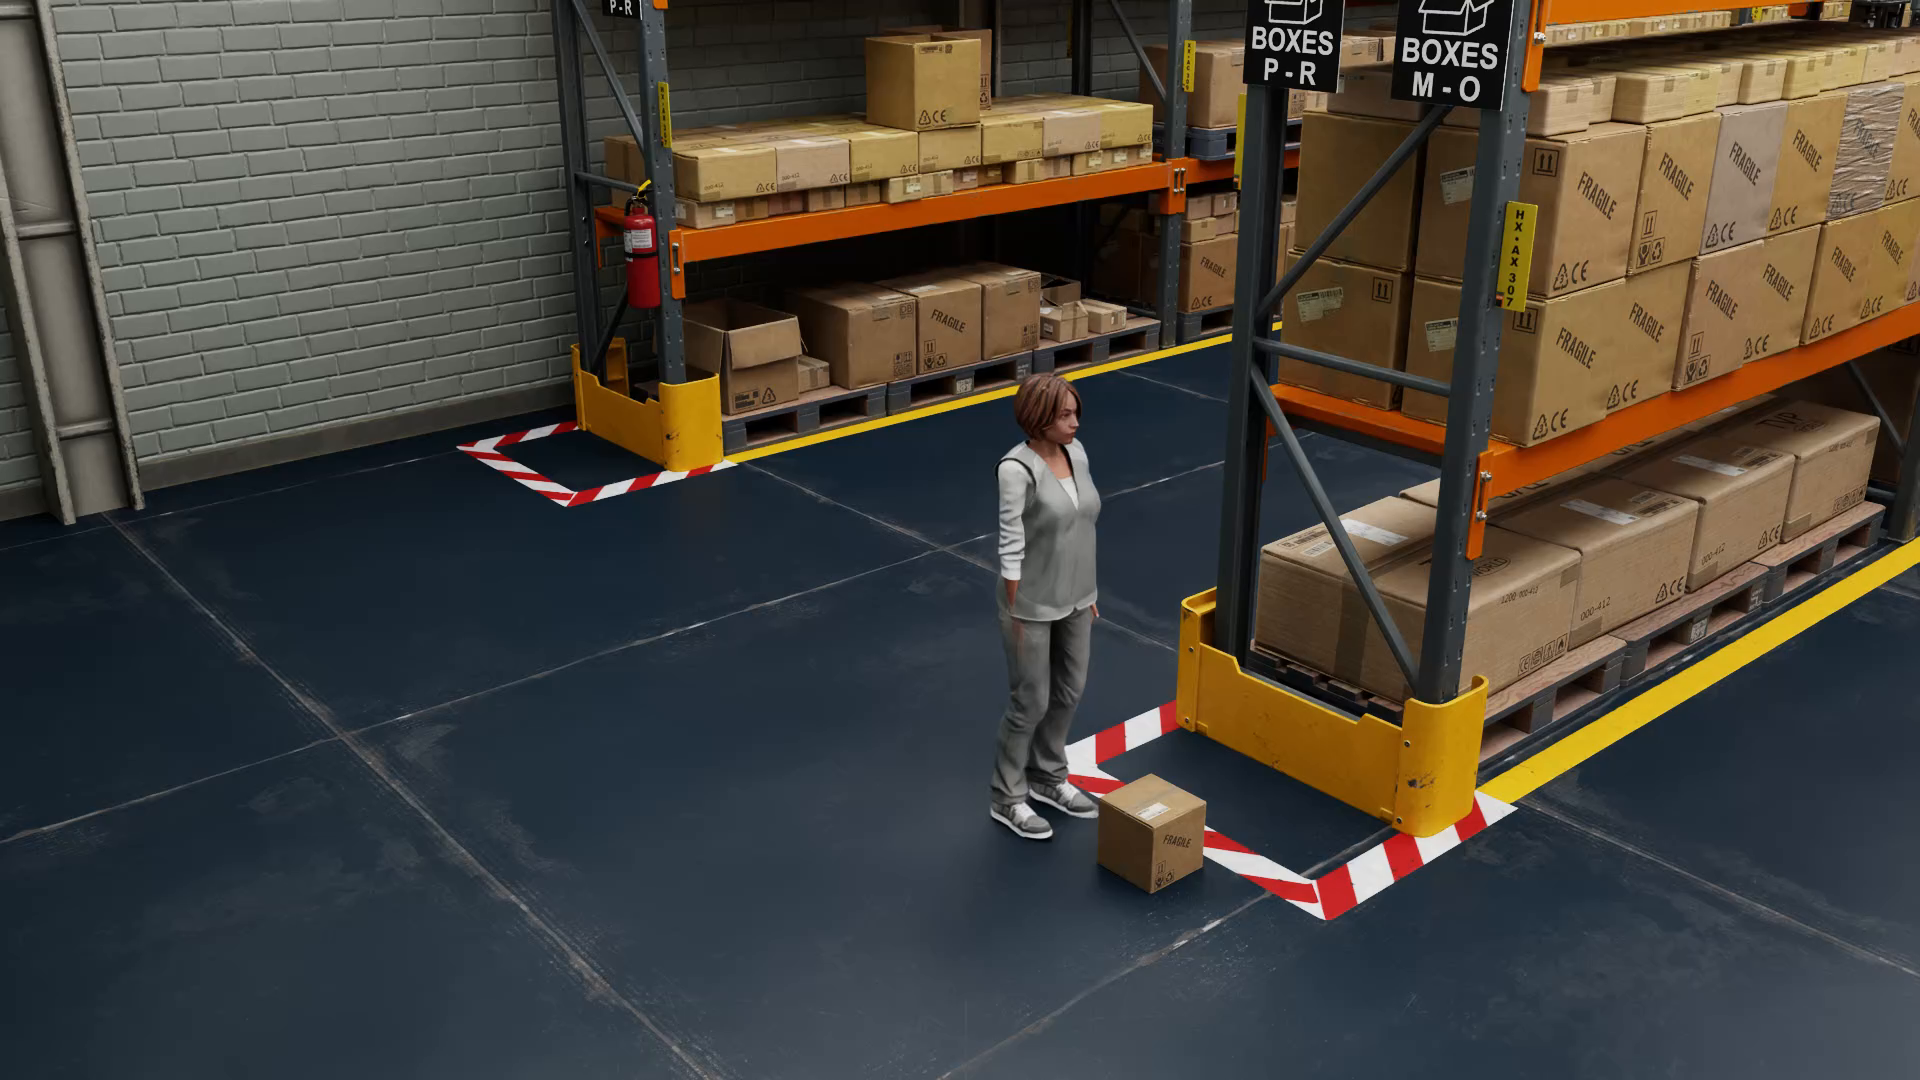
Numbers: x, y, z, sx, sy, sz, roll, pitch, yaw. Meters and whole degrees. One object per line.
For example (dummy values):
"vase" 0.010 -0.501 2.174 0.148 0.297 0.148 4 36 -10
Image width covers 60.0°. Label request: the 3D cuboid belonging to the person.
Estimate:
"person" 0.292 0.220 5.544 0.309 1.604 0.406 19 29 40
